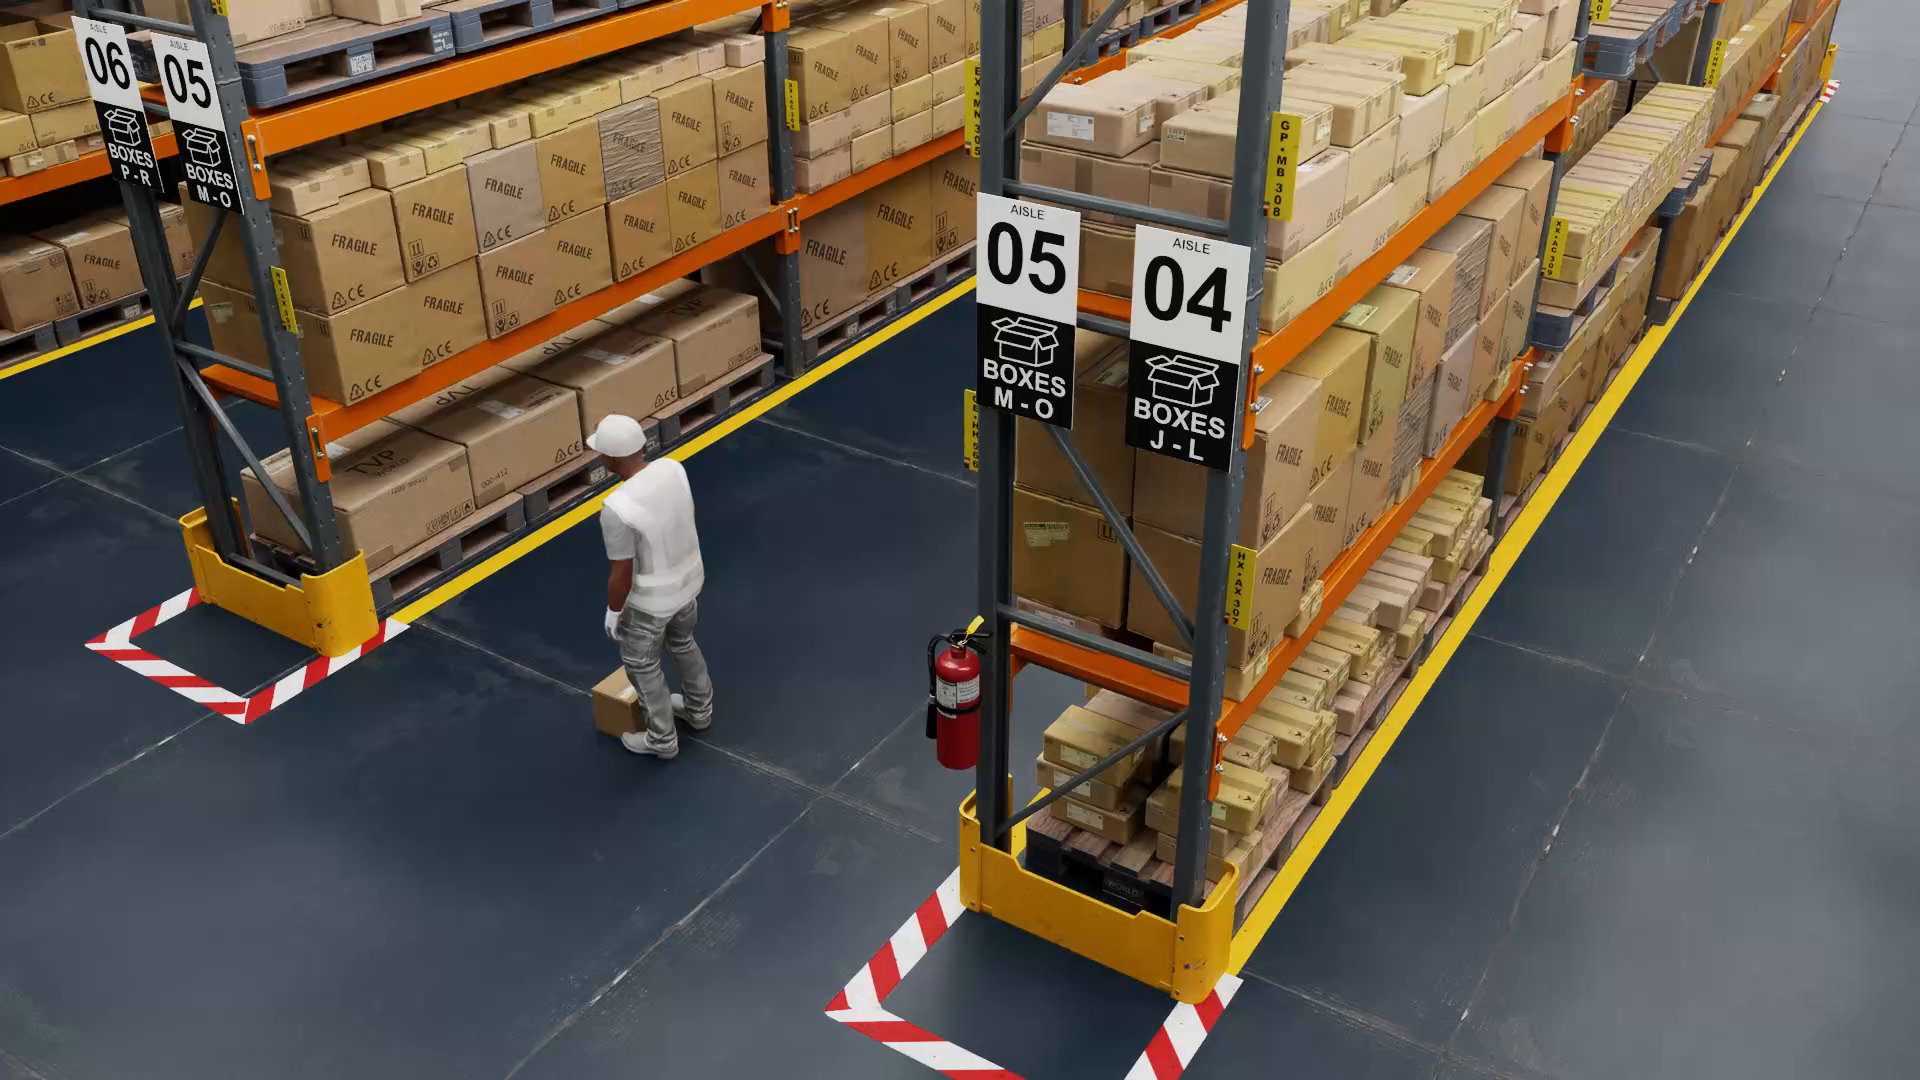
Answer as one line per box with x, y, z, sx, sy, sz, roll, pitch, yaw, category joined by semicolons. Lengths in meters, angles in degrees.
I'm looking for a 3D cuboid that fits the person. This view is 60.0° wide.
-1.447;0.223;7.798;0.452;1.773;0.625;15;34;24;person
